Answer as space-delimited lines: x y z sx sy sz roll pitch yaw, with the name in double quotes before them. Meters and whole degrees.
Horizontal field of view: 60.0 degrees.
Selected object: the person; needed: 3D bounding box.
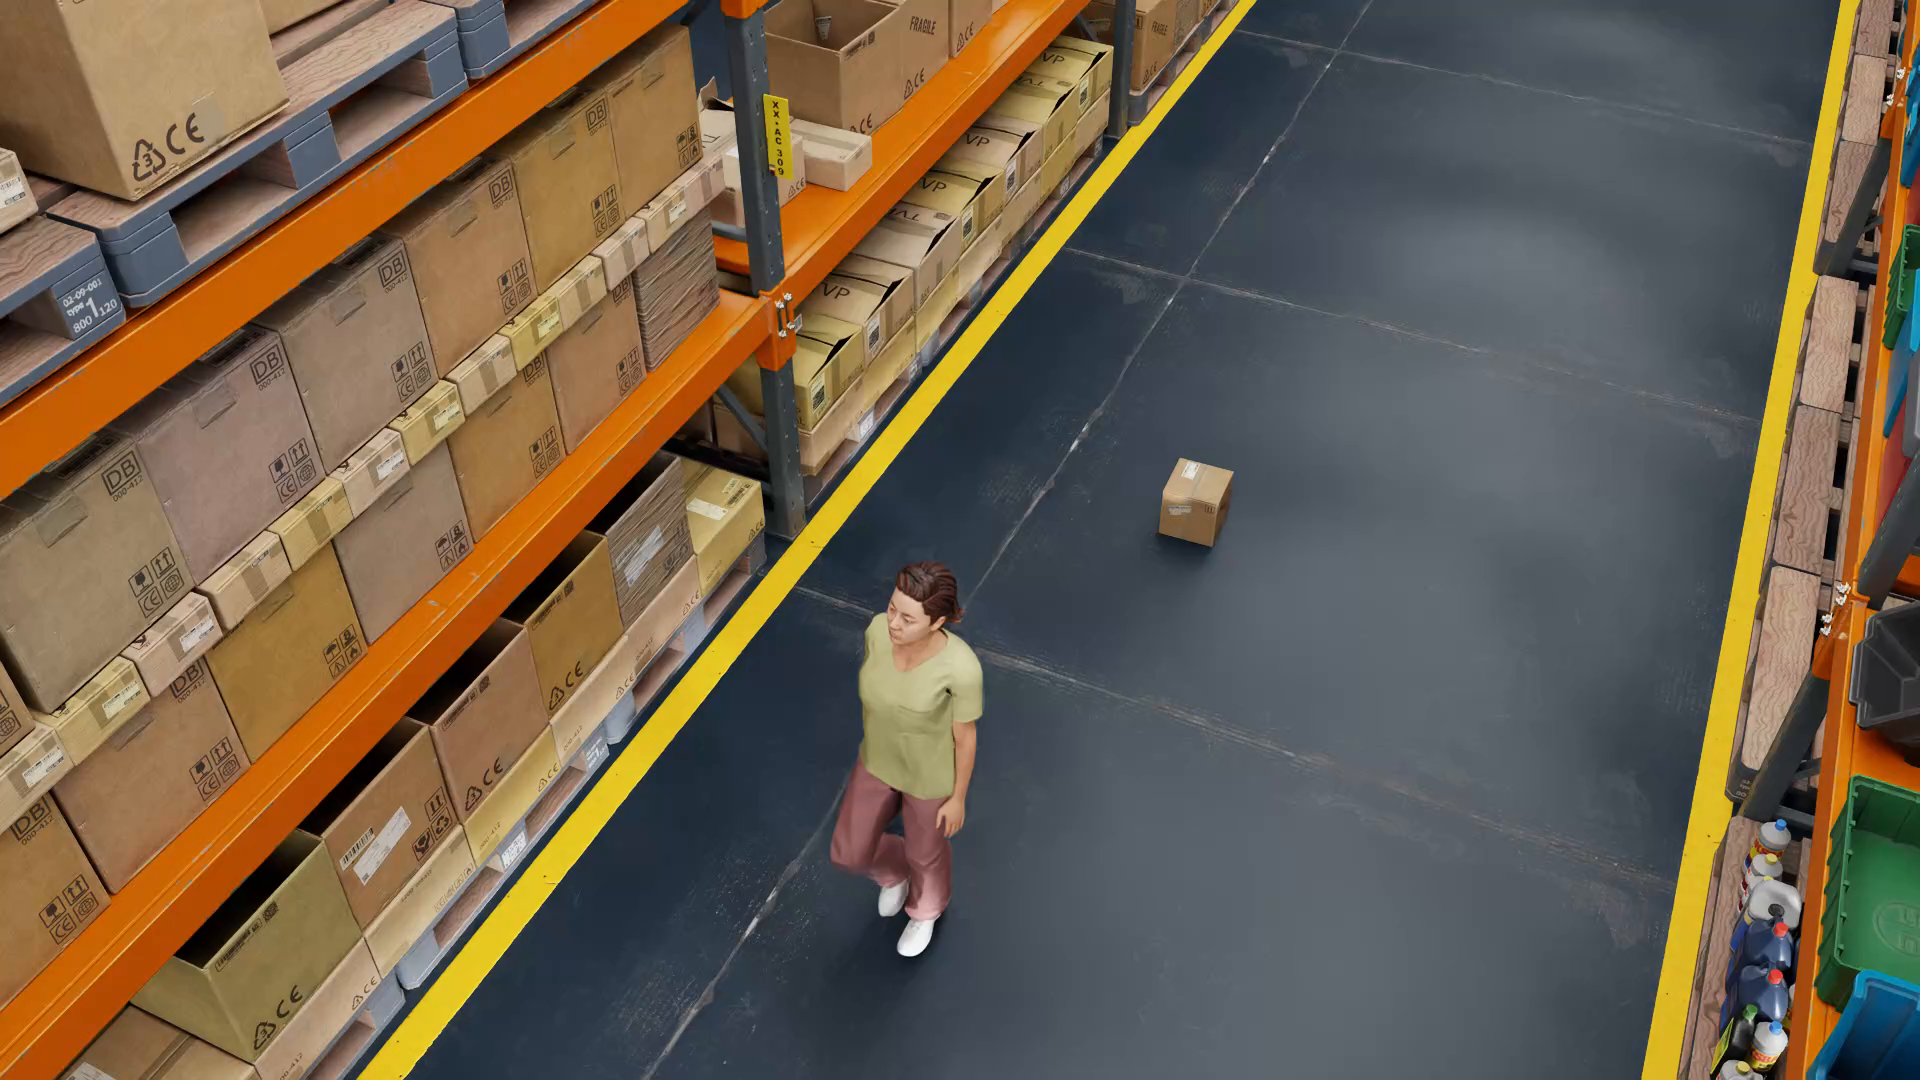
"person" -0.161 0.747 5.311 0.448 1.676 0.467 21 46 22
